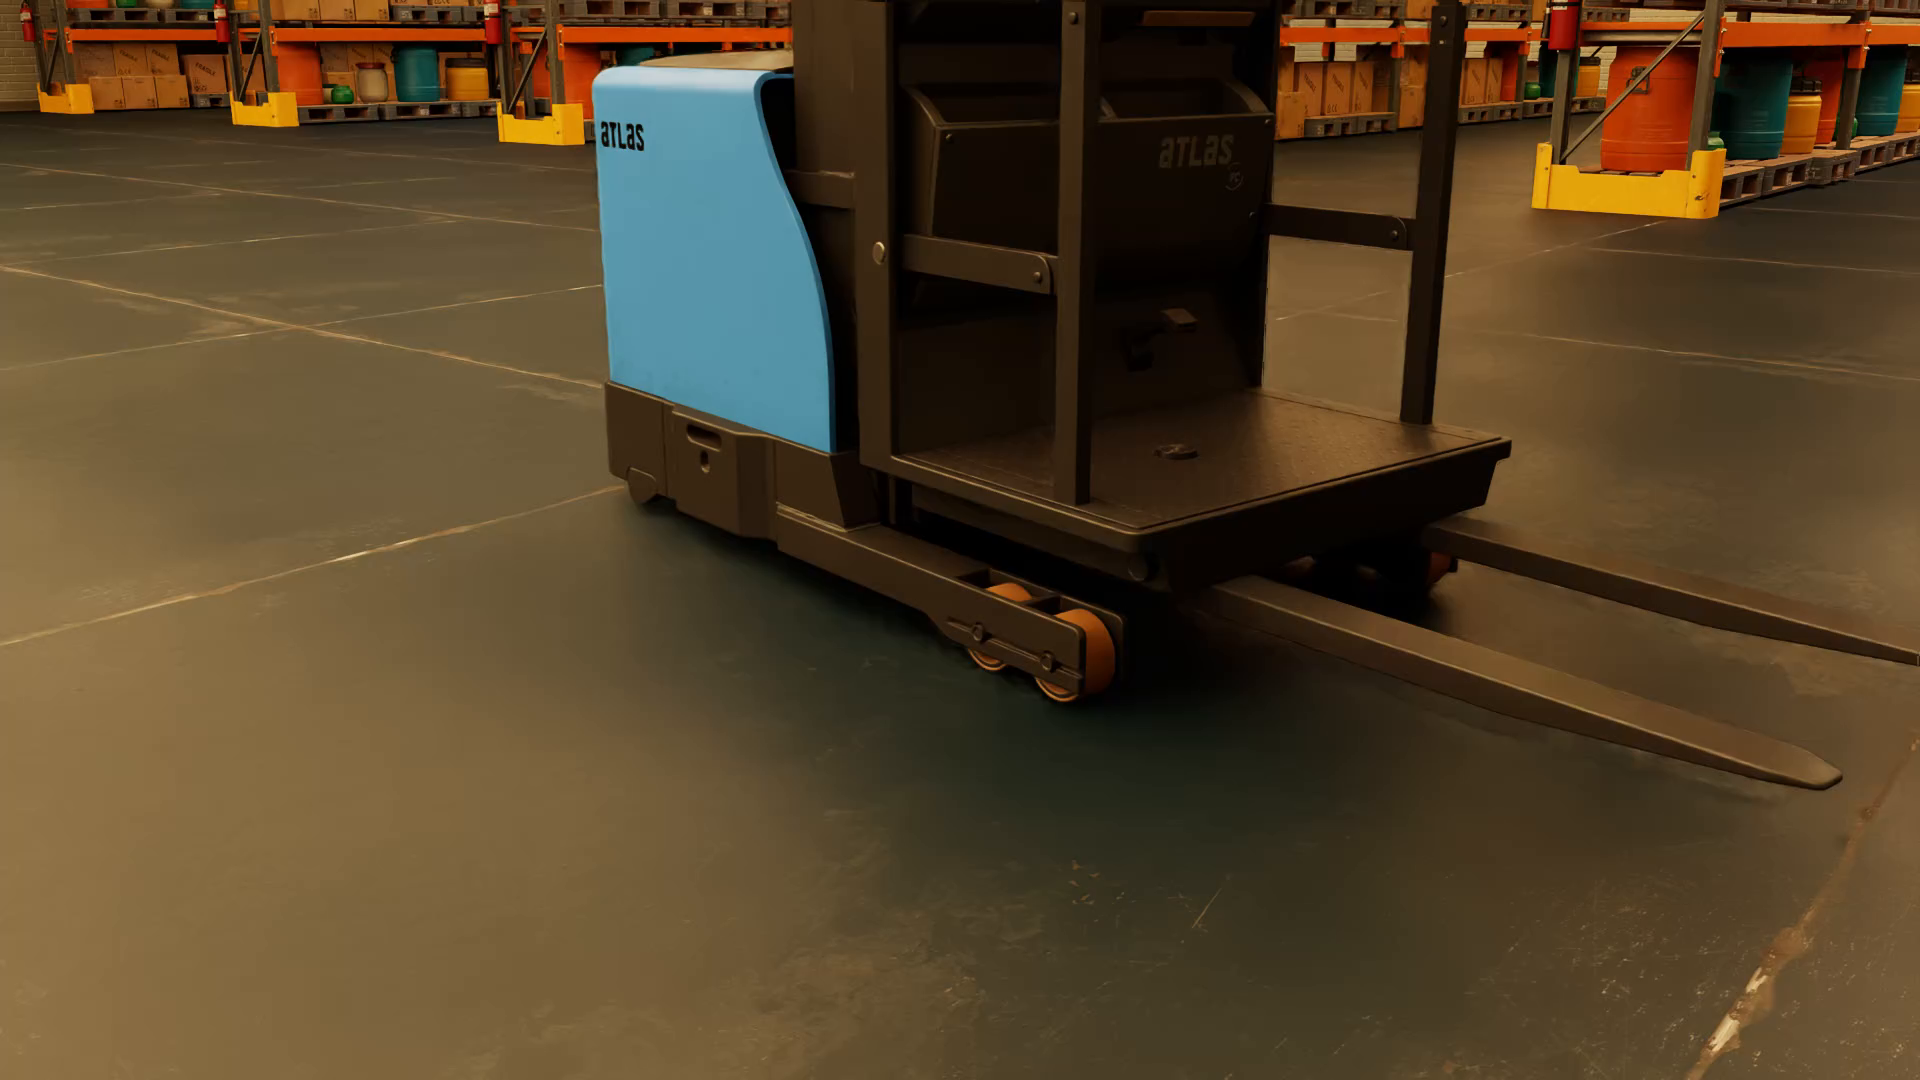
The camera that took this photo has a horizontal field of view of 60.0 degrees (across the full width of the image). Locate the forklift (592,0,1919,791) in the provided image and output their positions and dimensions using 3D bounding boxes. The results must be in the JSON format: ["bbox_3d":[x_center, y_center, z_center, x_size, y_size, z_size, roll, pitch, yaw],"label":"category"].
[{"bbox_3d":[0.412,-1.275,3.096,1.130,2.935,3.031,-13,21,-37],"label":"forklift"}]
